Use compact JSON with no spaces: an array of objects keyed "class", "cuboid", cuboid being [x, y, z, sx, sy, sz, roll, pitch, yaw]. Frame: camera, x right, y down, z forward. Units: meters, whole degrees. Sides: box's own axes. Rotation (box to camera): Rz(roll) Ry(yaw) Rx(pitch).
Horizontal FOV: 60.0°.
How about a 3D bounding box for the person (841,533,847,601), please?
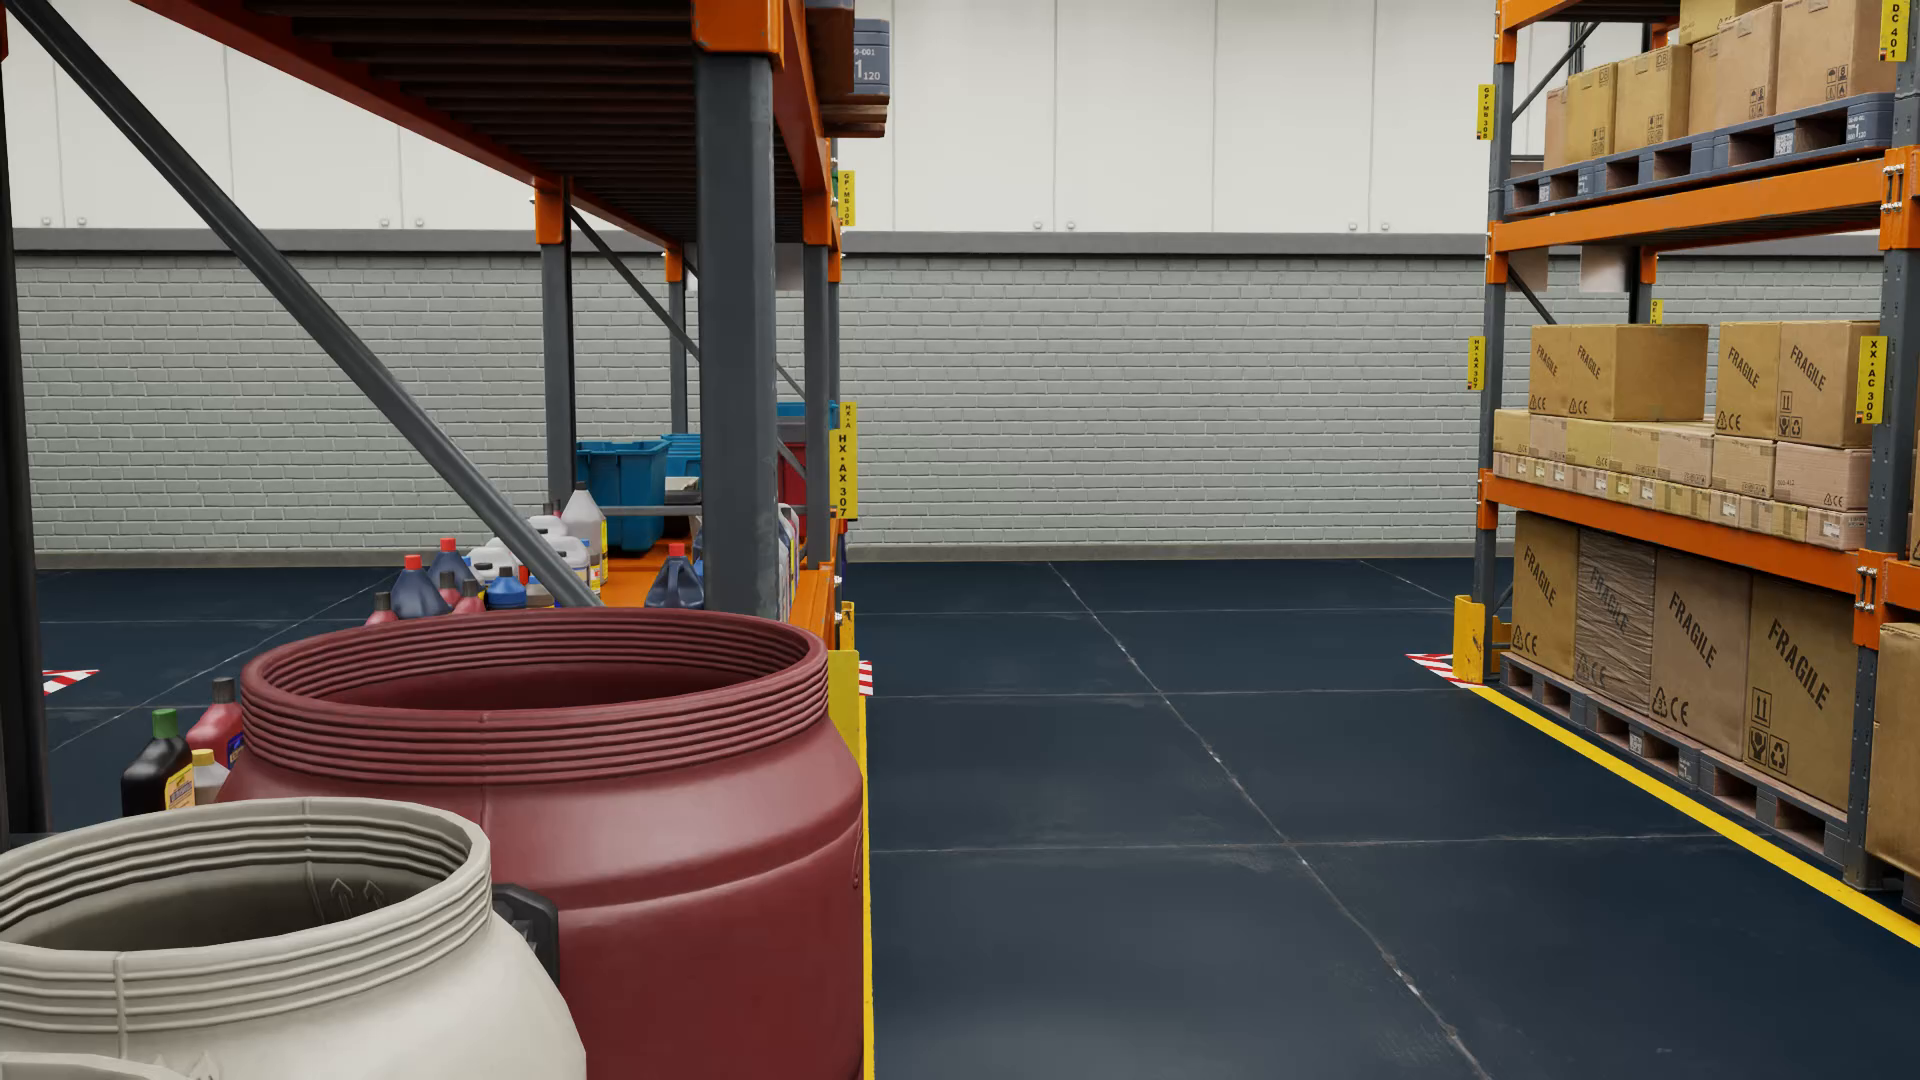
[{"class":"person","cuboid":[-1.108,-0.137,12.481,0.519,1.529,0.507,0,7,-2]}]
